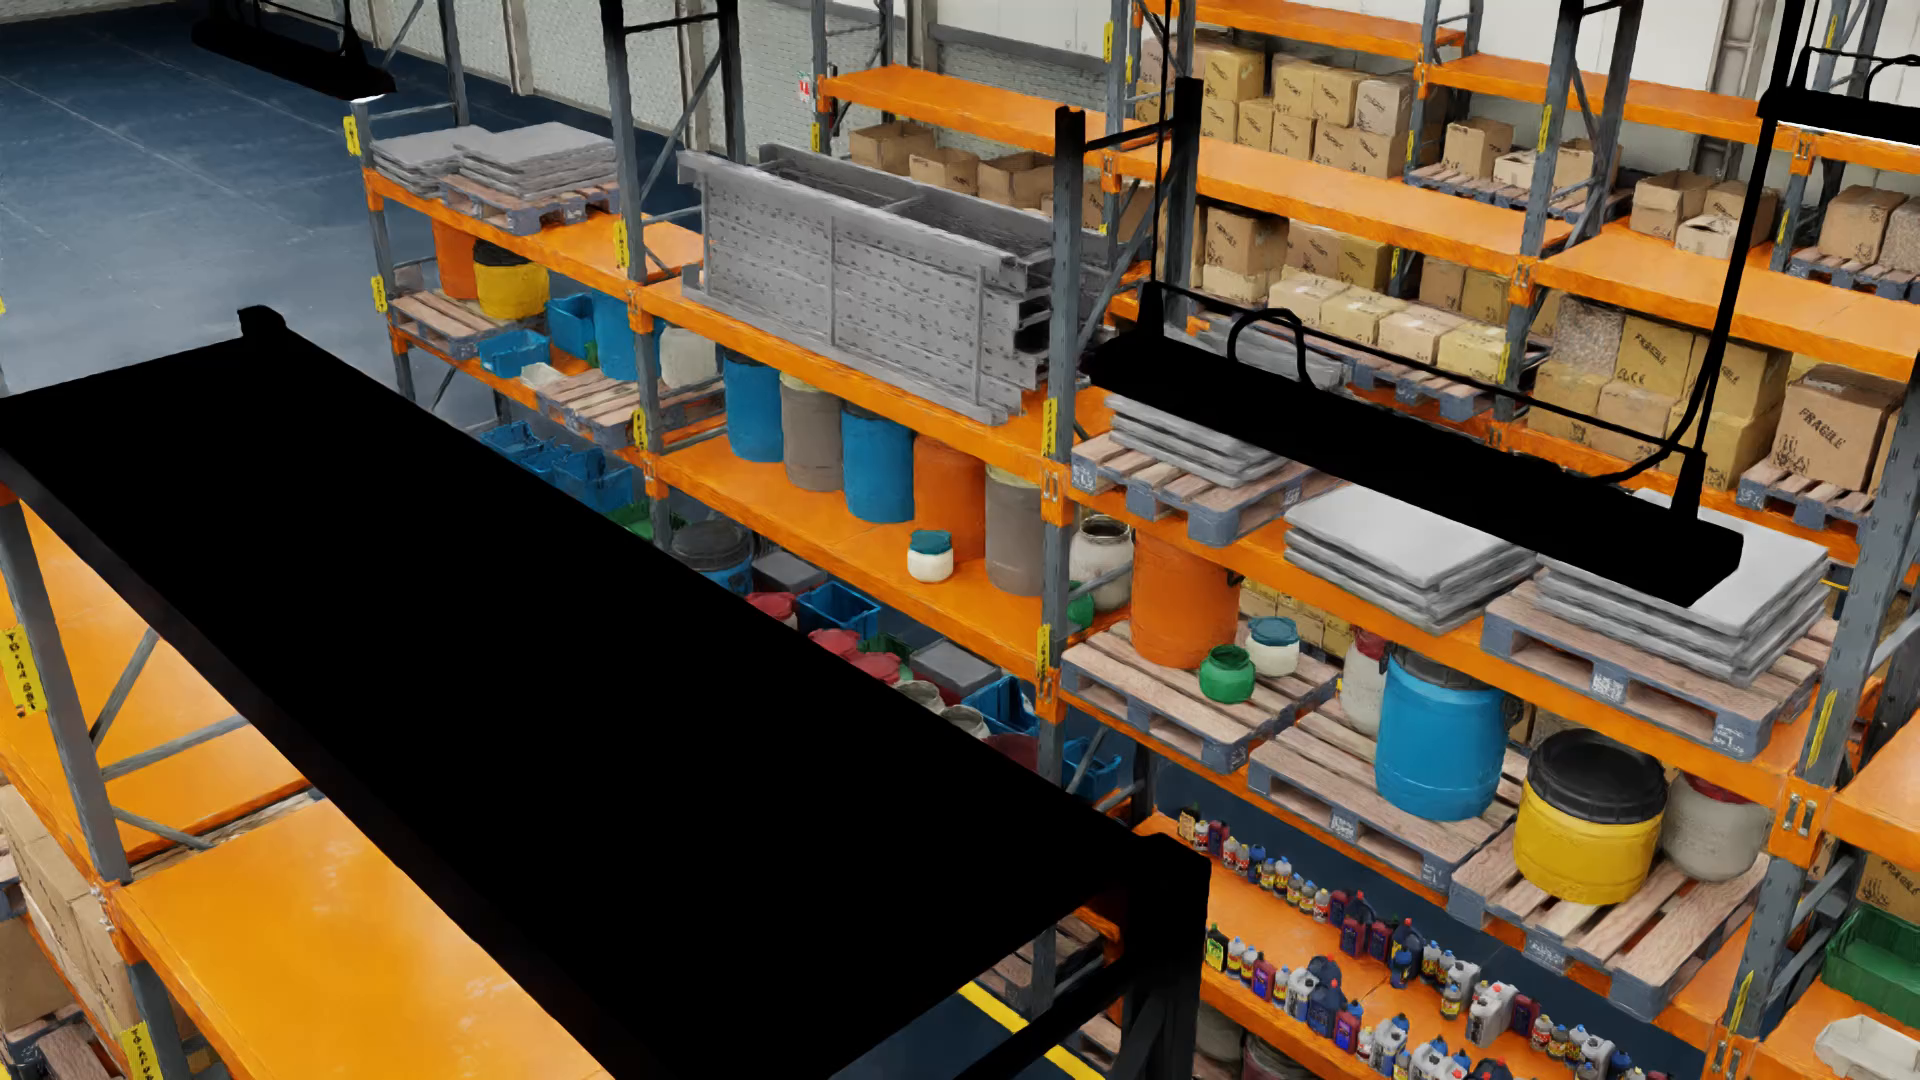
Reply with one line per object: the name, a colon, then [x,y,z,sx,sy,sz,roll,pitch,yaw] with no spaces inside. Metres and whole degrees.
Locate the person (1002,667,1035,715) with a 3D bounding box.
person: [0.427,1.557,12.077,0.680,1.780,0.691,24,36,37]

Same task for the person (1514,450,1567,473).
person: [5.648,-0.588,16.239,0.575,1.600,0.474,11,30,19]
